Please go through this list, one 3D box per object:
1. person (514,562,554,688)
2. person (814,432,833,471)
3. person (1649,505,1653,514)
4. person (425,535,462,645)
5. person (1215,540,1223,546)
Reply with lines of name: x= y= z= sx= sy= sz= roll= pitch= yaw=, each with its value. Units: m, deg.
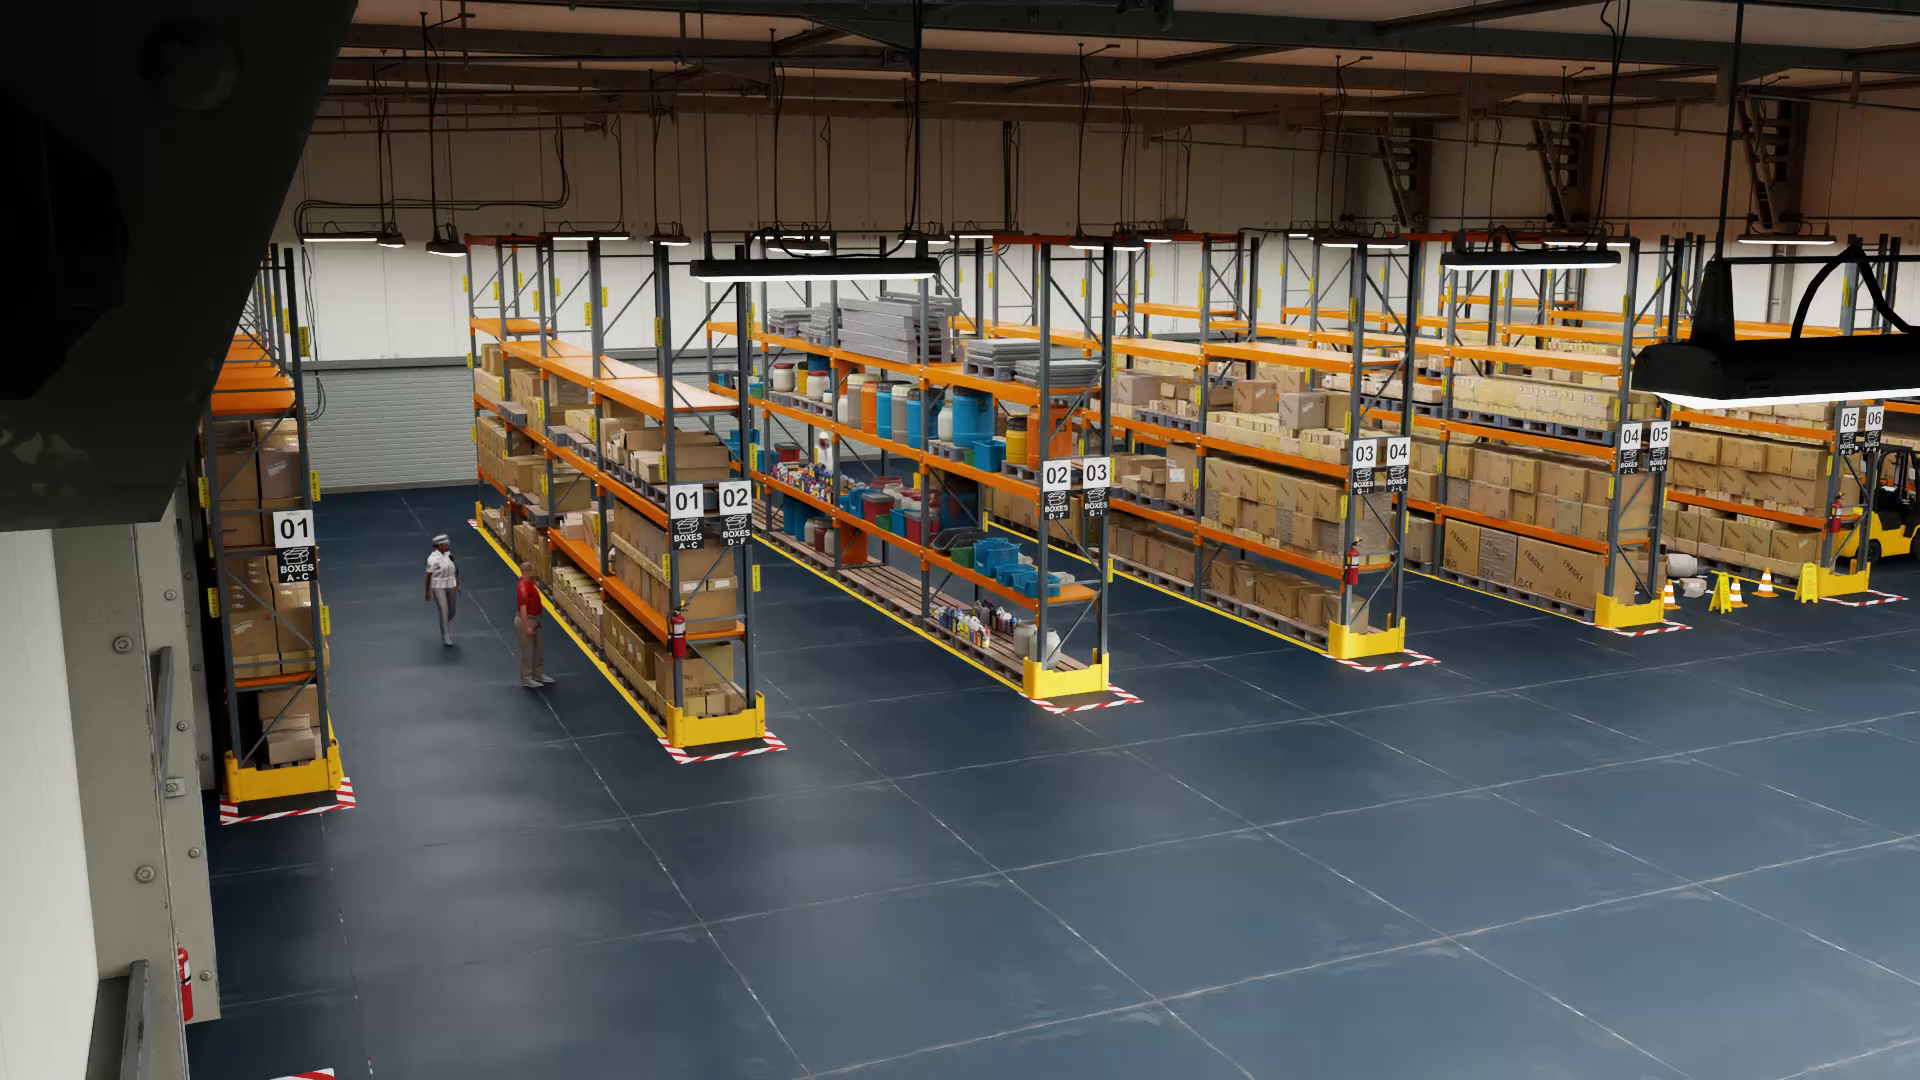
person: x=-5.861 y=1.149 z=22.719 sx=0.421 sy=1.736 sz=0.593 roll=2 pitch=11 yaw=8
person: x=-2.941 y=-1.502 z=36.287 sx=0.575 sy=1.727 sz=1.045 roll=-5 pitch=12 yaw=-26
person: x=14.603 y=-1.324 z=35.343 sx=0.419 sy=1.770 sz=0.597 roll=1 pitch=11 yaw=5
person: x=-7.831 y=0.712 z=25.123 sx=0.532 sy=1.633 sz=0.939 roll=-8 pitch=13 yaw=-34
person: x=5.036 y=-0.707 z=32.605 sx=0.411 sy=1.563 sz=0.699 roll=-6 pitch=13 yaw=-30
